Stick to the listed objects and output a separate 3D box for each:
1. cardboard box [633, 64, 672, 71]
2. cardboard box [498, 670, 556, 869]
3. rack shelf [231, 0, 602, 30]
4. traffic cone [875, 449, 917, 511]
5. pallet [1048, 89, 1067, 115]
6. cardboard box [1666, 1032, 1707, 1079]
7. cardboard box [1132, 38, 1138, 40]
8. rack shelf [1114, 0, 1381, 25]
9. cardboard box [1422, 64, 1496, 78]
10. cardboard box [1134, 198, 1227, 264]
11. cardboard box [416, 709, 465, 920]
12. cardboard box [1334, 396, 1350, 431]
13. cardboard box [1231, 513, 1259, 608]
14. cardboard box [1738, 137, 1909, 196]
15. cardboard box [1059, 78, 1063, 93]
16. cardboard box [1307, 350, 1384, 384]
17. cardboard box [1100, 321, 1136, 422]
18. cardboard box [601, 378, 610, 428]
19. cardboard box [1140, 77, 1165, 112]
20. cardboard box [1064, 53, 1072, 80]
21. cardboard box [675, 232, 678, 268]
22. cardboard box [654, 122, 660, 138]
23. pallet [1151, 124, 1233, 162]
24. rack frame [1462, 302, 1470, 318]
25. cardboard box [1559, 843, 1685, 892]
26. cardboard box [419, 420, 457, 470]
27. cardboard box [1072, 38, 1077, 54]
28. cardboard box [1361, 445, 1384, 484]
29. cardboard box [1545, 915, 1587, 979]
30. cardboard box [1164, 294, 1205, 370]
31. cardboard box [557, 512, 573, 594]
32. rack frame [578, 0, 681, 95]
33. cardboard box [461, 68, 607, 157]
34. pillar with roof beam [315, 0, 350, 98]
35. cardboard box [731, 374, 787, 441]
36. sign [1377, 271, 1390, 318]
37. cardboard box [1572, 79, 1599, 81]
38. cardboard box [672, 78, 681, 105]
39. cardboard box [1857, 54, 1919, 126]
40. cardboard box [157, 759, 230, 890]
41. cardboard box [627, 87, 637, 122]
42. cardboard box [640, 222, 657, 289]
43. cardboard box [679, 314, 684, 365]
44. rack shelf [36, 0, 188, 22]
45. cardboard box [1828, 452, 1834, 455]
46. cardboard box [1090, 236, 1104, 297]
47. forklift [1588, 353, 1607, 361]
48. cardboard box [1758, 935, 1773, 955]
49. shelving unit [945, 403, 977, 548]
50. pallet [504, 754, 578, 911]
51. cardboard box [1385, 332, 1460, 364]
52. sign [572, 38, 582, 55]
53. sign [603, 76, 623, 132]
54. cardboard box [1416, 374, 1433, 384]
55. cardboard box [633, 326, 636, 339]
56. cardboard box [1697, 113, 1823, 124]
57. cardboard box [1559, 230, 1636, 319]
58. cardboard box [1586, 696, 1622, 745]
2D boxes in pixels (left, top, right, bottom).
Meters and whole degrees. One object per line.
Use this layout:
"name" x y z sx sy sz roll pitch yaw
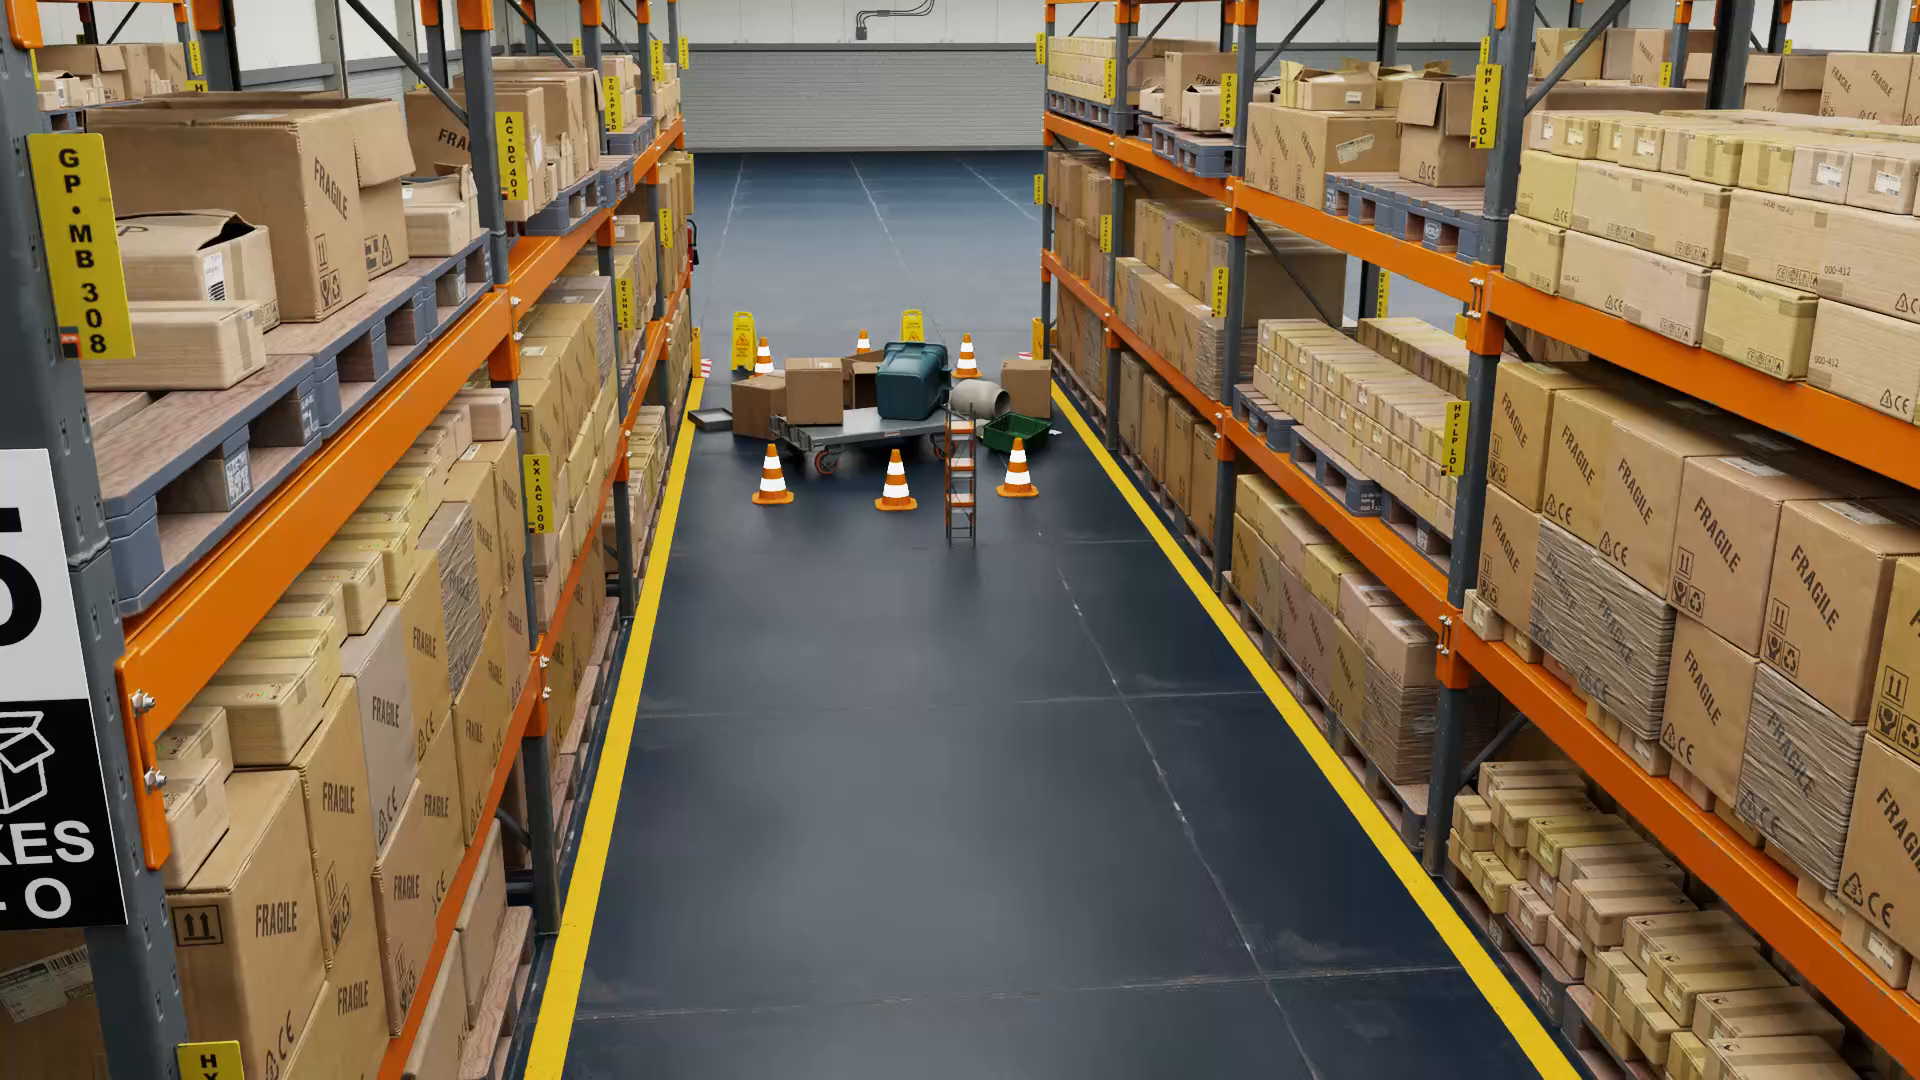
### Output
"cardboard box" -3.164 -4.813 17.079 0.380 0.149 0.250 -1 17 -5
"cardboard box" -2.387 0.916 7.599 0.875 0.875 0.875 -1 17 -4
"rack shelf" -2.450 -2.639 7.930 1.077 0.370 4.000 -2 18 -6
"traffic cone" -0.524 -0.507 13.519 0.336 0.463 0.334 -2 18 -6
"pallet" 1.519 -4.642 17.595 1.003 0.211 1.213 -2 18 -6
"cardboard box" 2.614 1.777 5.570 0.380 0.149 0.250 -1 17 -3
"cardboard box" 1.935 -4.945 16.632 0.380 0.149 0.250 -2 18 -6
"rack shelf" 2.051 -4.014 12.309 1.077 0.370 4.000 -2 18 -6
"cardboard box" 2.710 -2.439 8.986 0.396 0.266 0.258 -2 18 -6
"cardboard box" 1.902 -2.659 14.302 0.700 0.500 0.500 -2 18 -7
"cardboard box" -1.778 0.826 4.871 0.500 0.500 0.500 -1 17 -4
"cardboard box" 2.273 -0.698 9.116 0.380 0.149 0.250 -1 17 -4
"cardboard box" 2.076 0.121 10.757 0.500 0.500 0.500 -3 18 -8
"cardboard box" 2.587 -1.122 4.985 0.380 0.149 0.250 -2 18 -7
"cardboard box" 1.227 -4.695 17.167 0.380 0.149 0.250 -2 18 -5
"cardboard box" 2.220 -0.998 9.574 0.380 0.149 0.250 -1 17 -3
"cardboard box" 1.849 -1.658 15.797 0.875 0.875 0.875 -2 17 -5
"cardboard box" -2.297 -0.785 9.585 0.500 0.250 0.500 -2 18 -7
"cardboard box" 1.658 -3.709 13.833 0.258 0.266 0.396 -2 18 -7
"cardboard box" 1.333 -4.770 16.741 0.500 0.250 0.500 -2 18 -6
"cardboard box" -3.023 -2.877 16.170 0.500 0.500 0.500 -2 17 -5
"cardboard box" -2.826 -3.590 14.517 0.380 0.149 0.250 -2 18 -6
"pallet" 2.020 -2.954 12.388 1.003 0.211 1.213 -1 17 -3
"rack frame" 6.376 -3.597 19.126 1.000 3.000 0.127 -2 18 -6
"cardboard box" 2.593 1.321 6.526 0.380 0.149 0.250 -2 18 -7
"cardboard box" -1.960 -0.311 5.741 0.380 0.149 0.250 -2 18 -6
"cardboard box" 1.306 -4.849 16.327 0.380 0.149 0.250 -2 17 -5
"cardboard box" 2.321 -0.400 8.662 0.380 0.149 0.250 -3 18 -8
"cardboard box" 2.568 1.606 6.613 0.380 0.149 0.250 -2 18 -7
"cardboard box" 1.842 -1.561 12.476 0.500 0.500 0.500 -2 18 -7
"cardboard box" -2.081 0.063 7.720 0.500 0.250 0.500 -2 18 -7
"rack frame" -3.481 -6.153 17.252 1.000 3.000 0.127 -2 18 -6
"cardboard box" -2.467 -2.480 9.688 0.797 0.503 0.637 -3 18 -9
"pillar with roof beam" -6.198 -9.471 27.822 9.100 9.000 0.400 -2 18 -6
"cardboard box" -1.826 -1.269 15.880 0.500 0.500 0.500 11 21 32
"sign" 2.796 -1.624 11.043 0.100 0.325 0.005 -2 18 -6
"cardboard box" 6.347 -4.596 16.885 0.380 0.149 0.250 -2 18 -6
"cardboard box" -3.160 -4.648 17.220 0.500 0.250 0.500 -2 18 -6
"cardboard box" 6.839 -3.217 11.908 0.500 0.500 0.500 -2 18 -6
"cardboard box" -1.592 0.528 3.069 0.380 0.149 0.250 -1 17 -4
"cardboard box" -2.864 -3.489 13.325 0.500 0.250 0.500 -2 18 -7
"cardboard box" -2.793 -2.358 13.816 0.500 0.500 0.500 -2 18 -7
"cardboard box" -3.037 -2.000 16.678 0.500 0.500 0.500 -2 18 -7
"rack shelf" -8.212 -4.868 15.030 1.077 0.370 4.000 -2 18 -6
"cardboard box" 3.084 -0.127 5.740 0.500 0.500 0.500 -1 17 -4
"cardboard box" 1.715 -2.626 15.784 0.875 0.550 0.550 -2 18 -6
"forklift" 5.197 -1.329 12.017 1.130 2.935 3.031 14 22 37
"cardboard box" 3.173 1.462 6.078 0.380 0.149 0.250 -2 18 -8
"shelving unit" 0.006 -0.485 12.469 0.215 1.050 0.252 -2 18 -6
"pallet" -2.398 1.387 7.905 1.003 0.211 1.213 -2 18 -6
"cardboard box" 2.814 -1.170 10.120 0.380 0.149 0.250 -1 17 -4
"sign" -4.021 -5.122 17.517 0.100 0.325 0.005 -2 18 -6
"sign" -2.103 -2.637 10.067 0.100 0.325 0.005 -2 18 -6
"cardboard box" 2.869 -0.873 9.671 0.380 0.149 0.250 -2 18 -6
"cardboard box" -2.623 -1.573 12.399 0.380 0.149 0.250 -1 17 -4
"cardboard box" 3.011 -1.523 6.264 0.380 0.149 0.250 -1 17 -4
"cardboard box" 2.516 -0.963 5.979 0.500 0.250 0.500 -2 18 -6
"cardboard box" 2.537 0.627 6.092 0.380 0.149 0.250 -1 17 -5
